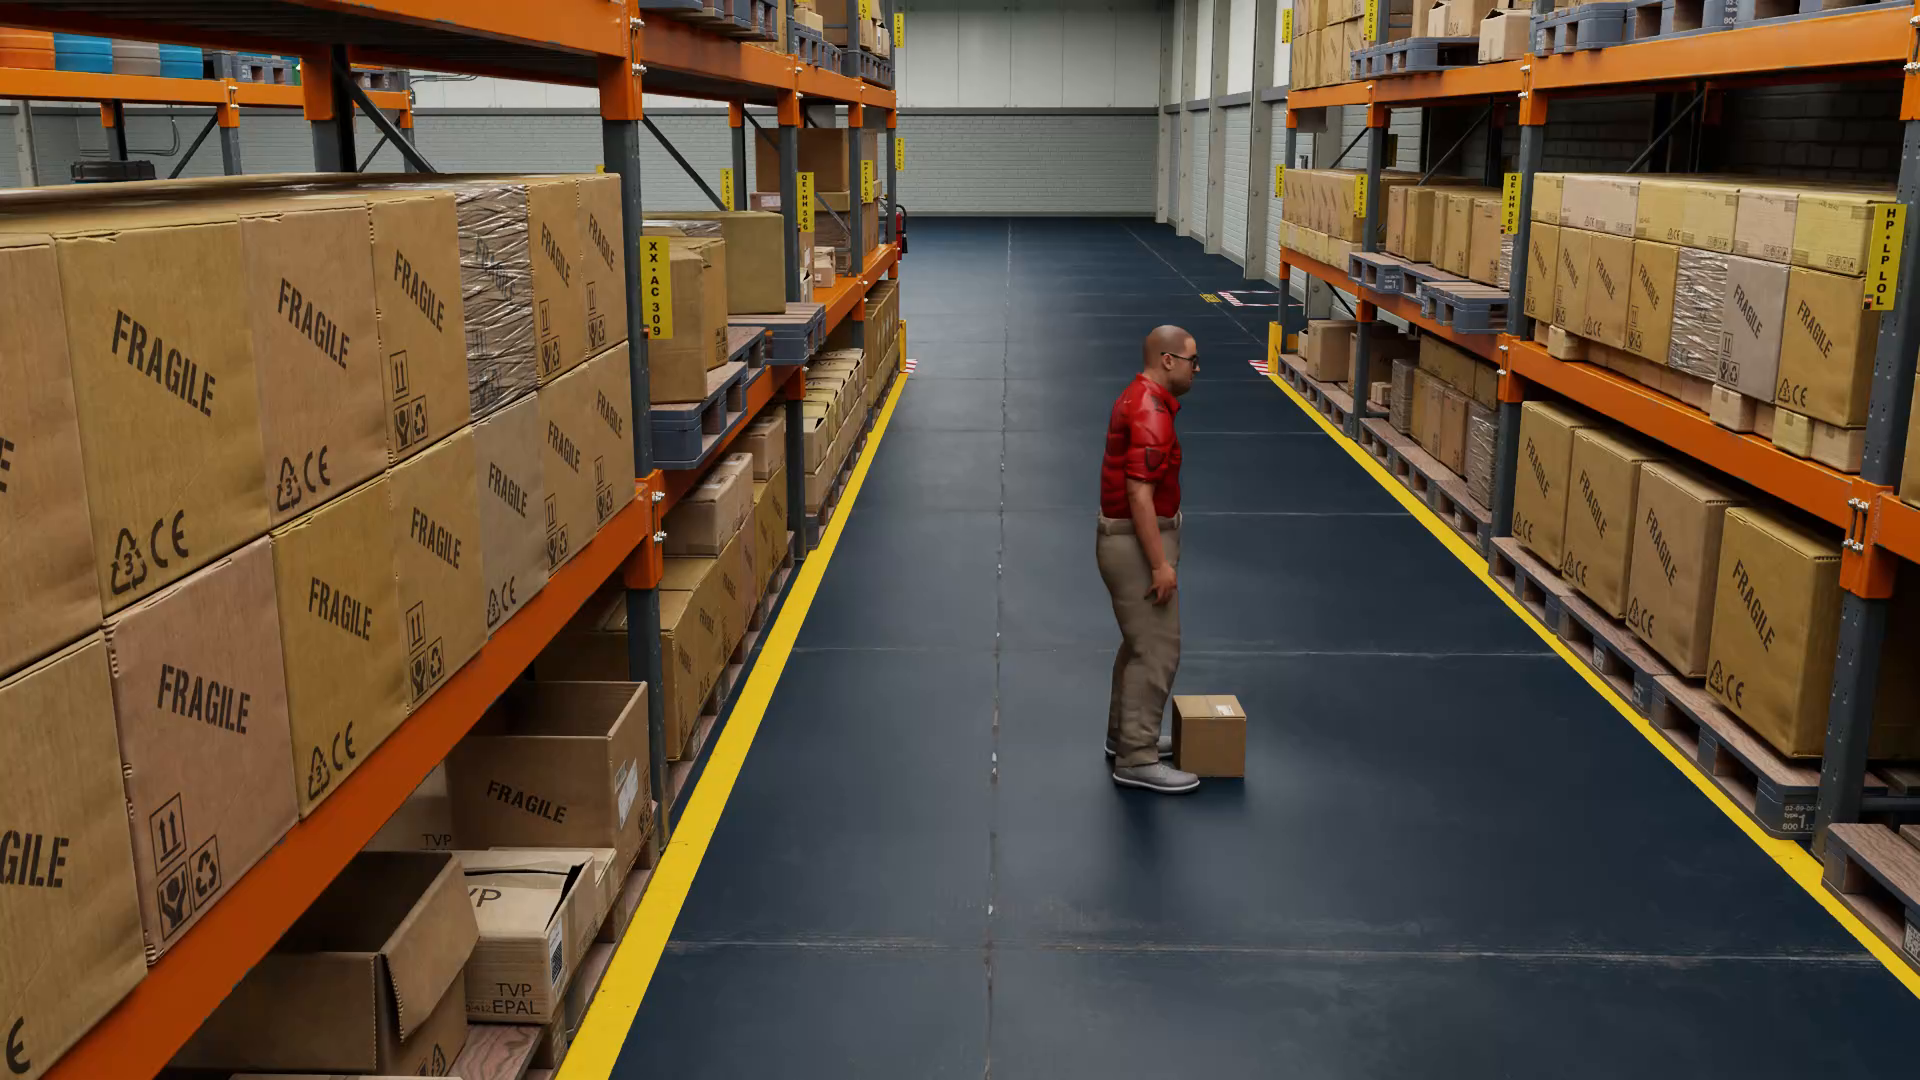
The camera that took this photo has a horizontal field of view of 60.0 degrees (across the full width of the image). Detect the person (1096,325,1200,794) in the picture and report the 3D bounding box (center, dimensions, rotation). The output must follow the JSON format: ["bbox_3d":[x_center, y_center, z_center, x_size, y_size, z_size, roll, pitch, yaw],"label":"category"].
[{"bbox_3d":[0.719,0.094,6.329,0.391,1.637,0.587,0,14,2],"label":"person"}]
